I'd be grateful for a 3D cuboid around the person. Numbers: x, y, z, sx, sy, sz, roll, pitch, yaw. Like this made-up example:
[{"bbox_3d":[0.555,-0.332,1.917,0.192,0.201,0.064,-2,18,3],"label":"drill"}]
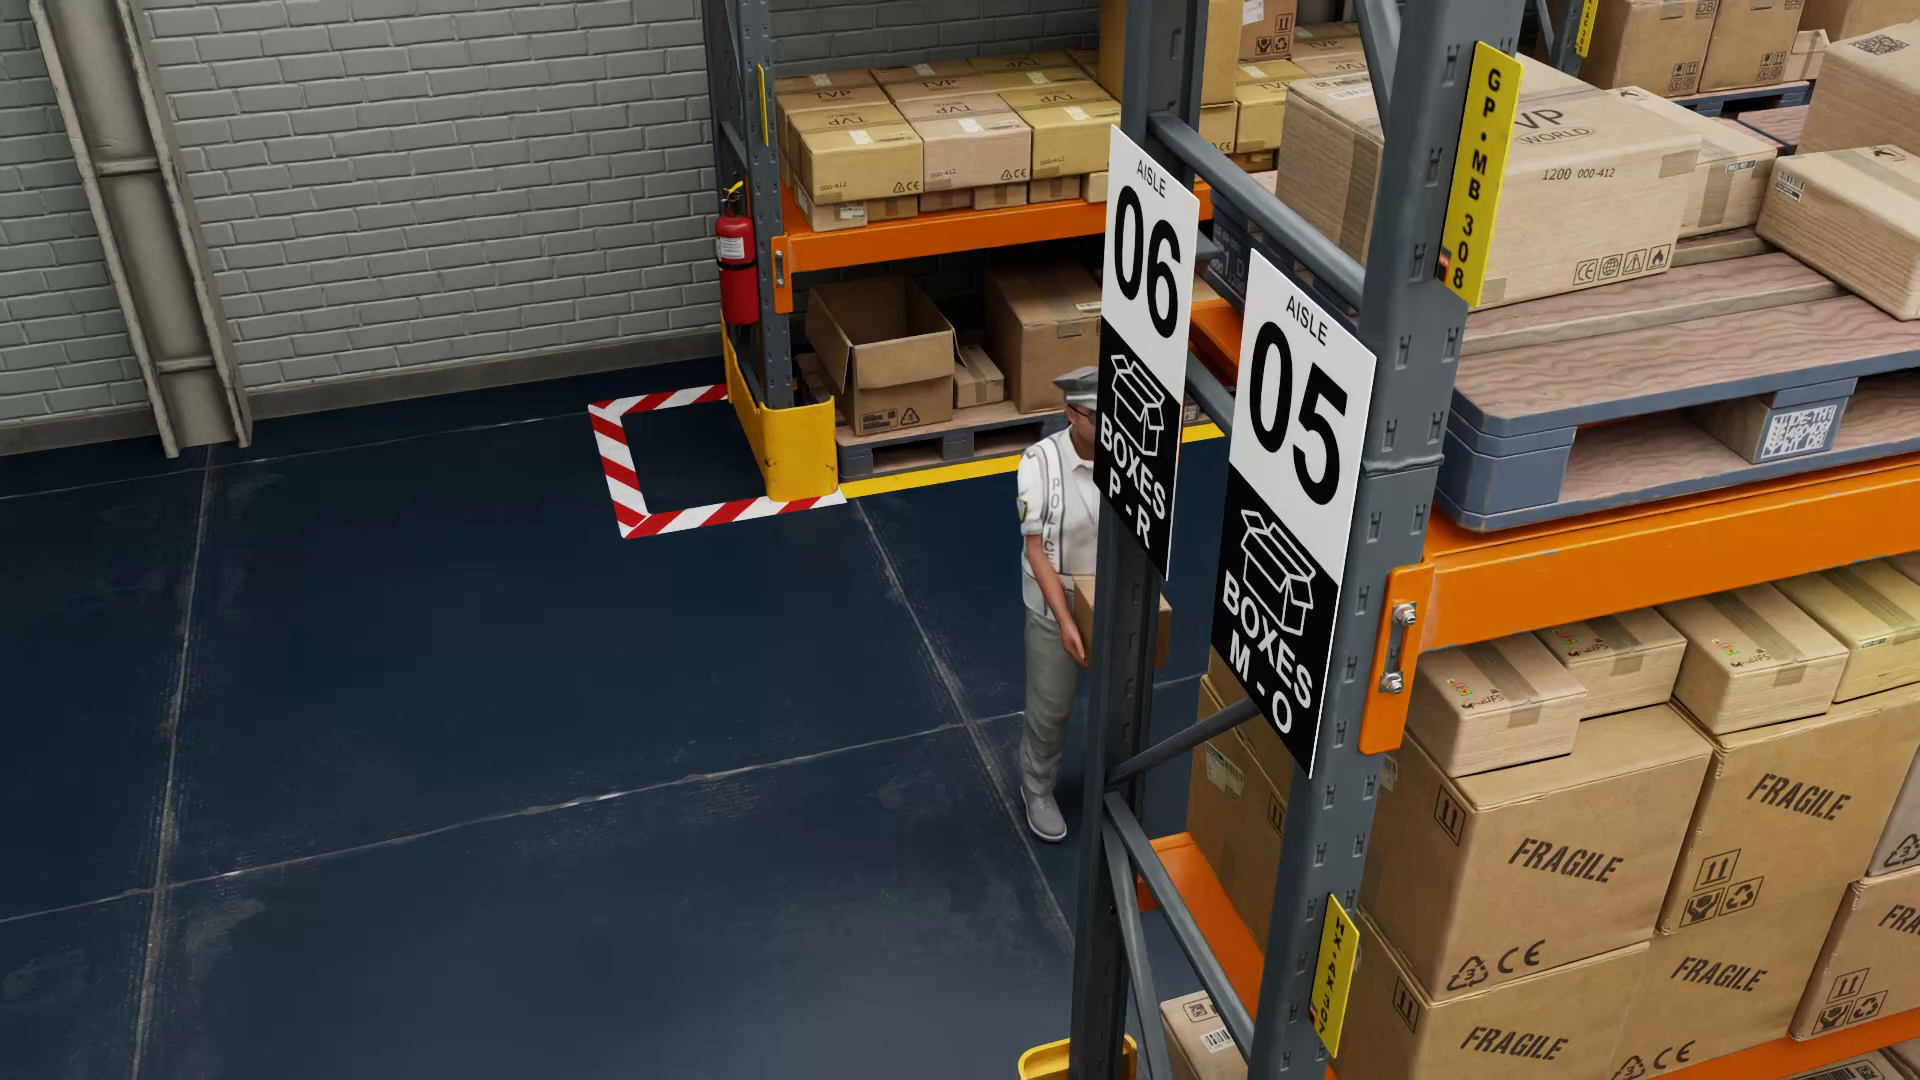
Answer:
[{"bbox_3d":[0.427,0.233,5.750,0.545,1.788,0.519,-8,35,-12],"label":"person"}]
